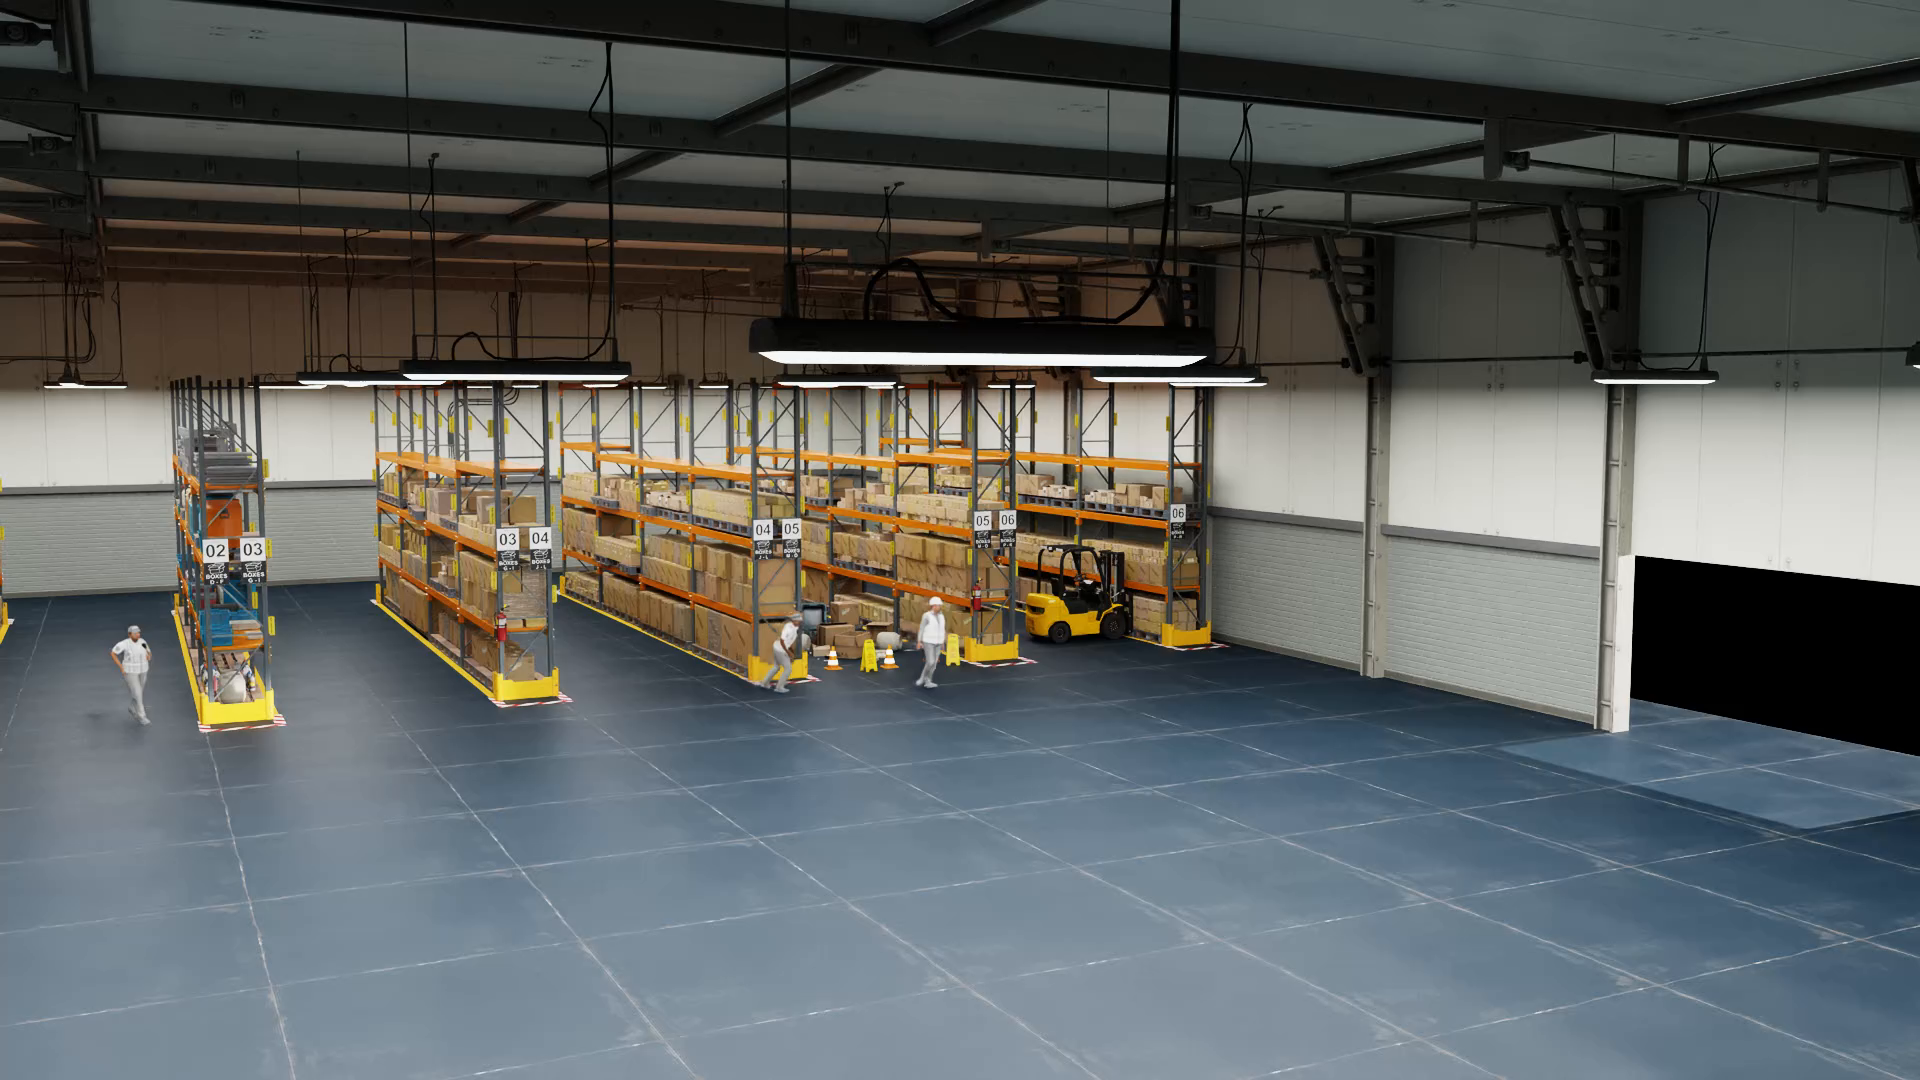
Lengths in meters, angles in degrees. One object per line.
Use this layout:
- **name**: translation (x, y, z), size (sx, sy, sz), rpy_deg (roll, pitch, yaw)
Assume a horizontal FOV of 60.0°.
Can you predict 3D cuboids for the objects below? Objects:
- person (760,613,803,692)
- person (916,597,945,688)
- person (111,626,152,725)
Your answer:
- **person**: translation (-3.404, 2.147, 31.826), size (0.808, 1.528, 0.637), rpy_deg (0, 5, -5)
- **person**: translation (-0.545, 1.980, 32.084), size (0.623, 1.760, 0.451), rpy_deg (-4, 7, -41)
- **person**: translation (-14.294, 2.326, 28.803), size (0.770, 1.709, 0.634), rpy_deg (3, 6, 30)
